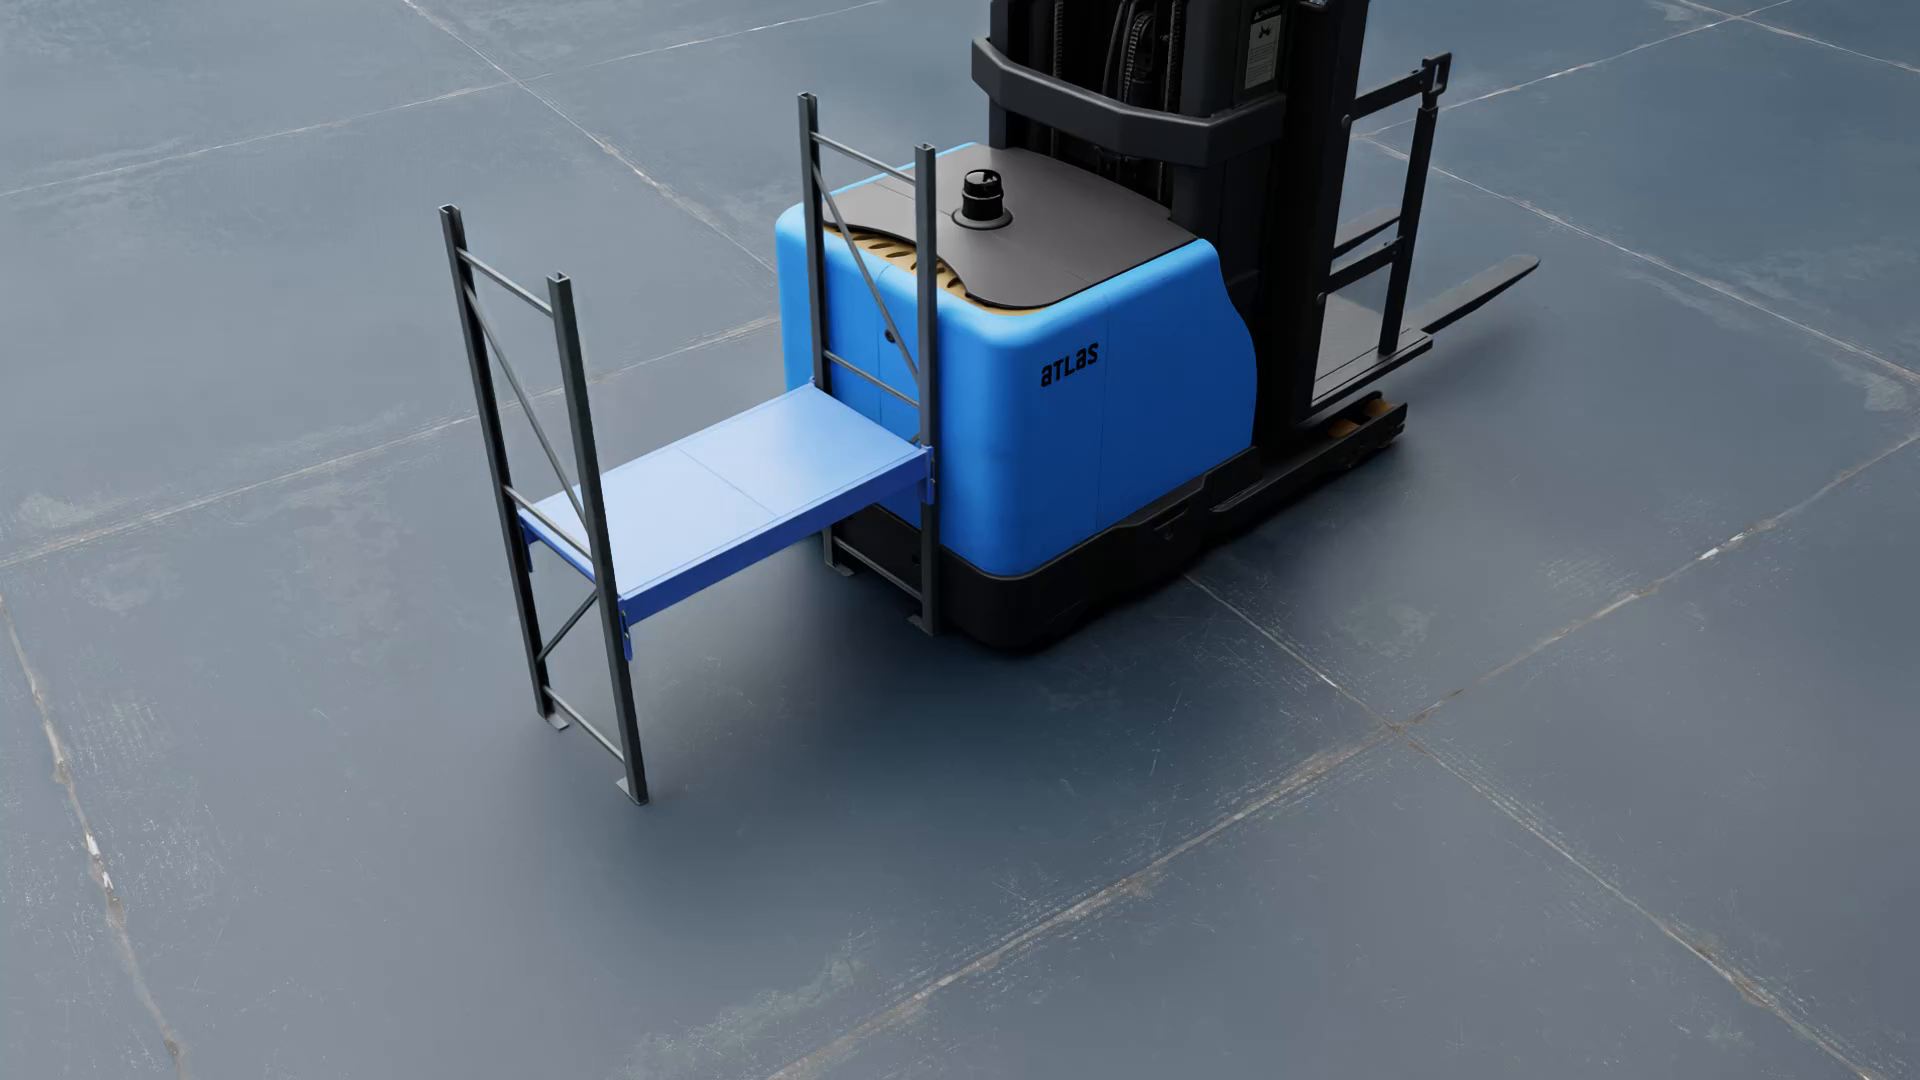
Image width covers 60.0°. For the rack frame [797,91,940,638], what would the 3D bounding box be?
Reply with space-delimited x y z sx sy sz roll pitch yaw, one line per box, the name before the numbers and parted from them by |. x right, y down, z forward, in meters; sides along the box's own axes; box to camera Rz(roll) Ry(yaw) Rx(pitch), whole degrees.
rack frame | -0.239 -0.436 4.572 0.032 1.500 0.500 -28 44 -33

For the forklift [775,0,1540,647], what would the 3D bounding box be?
forklift | 0.882 -1.626 5.001 3.031 2.935 1.130 -28 44 -33

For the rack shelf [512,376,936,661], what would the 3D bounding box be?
rack shelf | -0.612 -0.088 4.397 1.000 0.185 0.538 -28 44 -33

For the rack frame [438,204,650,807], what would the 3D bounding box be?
rack frame | -0.986 -0.033 4.012 0.032 1.500 0.500 -28 44 -33

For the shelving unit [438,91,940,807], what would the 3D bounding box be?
shelving unit | -0.612 -0.235 4.292 1.048 1.500 0.538 -28 44 -33
